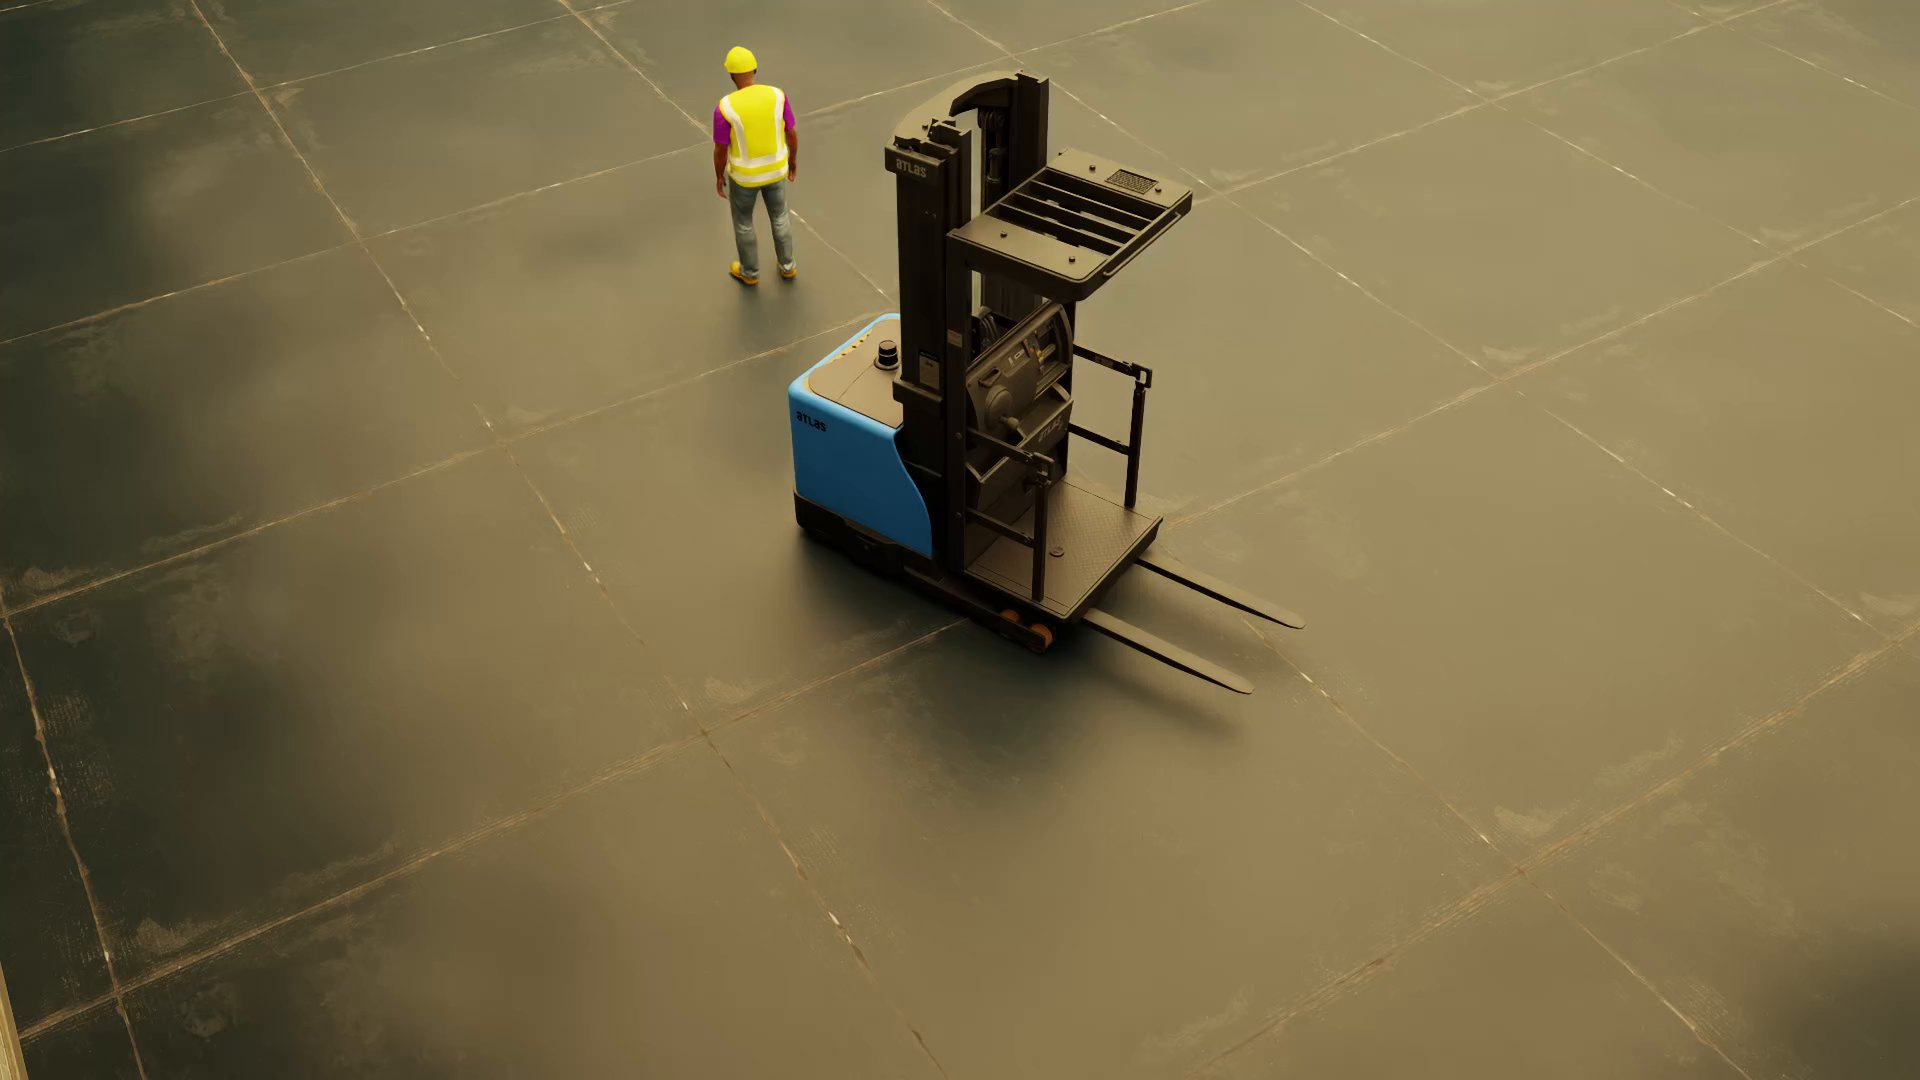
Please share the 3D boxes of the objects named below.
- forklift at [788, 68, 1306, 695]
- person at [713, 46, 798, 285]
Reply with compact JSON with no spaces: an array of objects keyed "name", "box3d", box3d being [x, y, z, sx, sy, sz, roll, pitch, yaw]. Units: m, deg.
[{"name":"forklift","box3d":[0.496,-0.872,8.869,3.031,2.935,1.130,25,47,26]},{"name":"person","box3d":[-1.446,-2.633,11.777,0.630,1.759,0.451,-17,44,-19]}]
